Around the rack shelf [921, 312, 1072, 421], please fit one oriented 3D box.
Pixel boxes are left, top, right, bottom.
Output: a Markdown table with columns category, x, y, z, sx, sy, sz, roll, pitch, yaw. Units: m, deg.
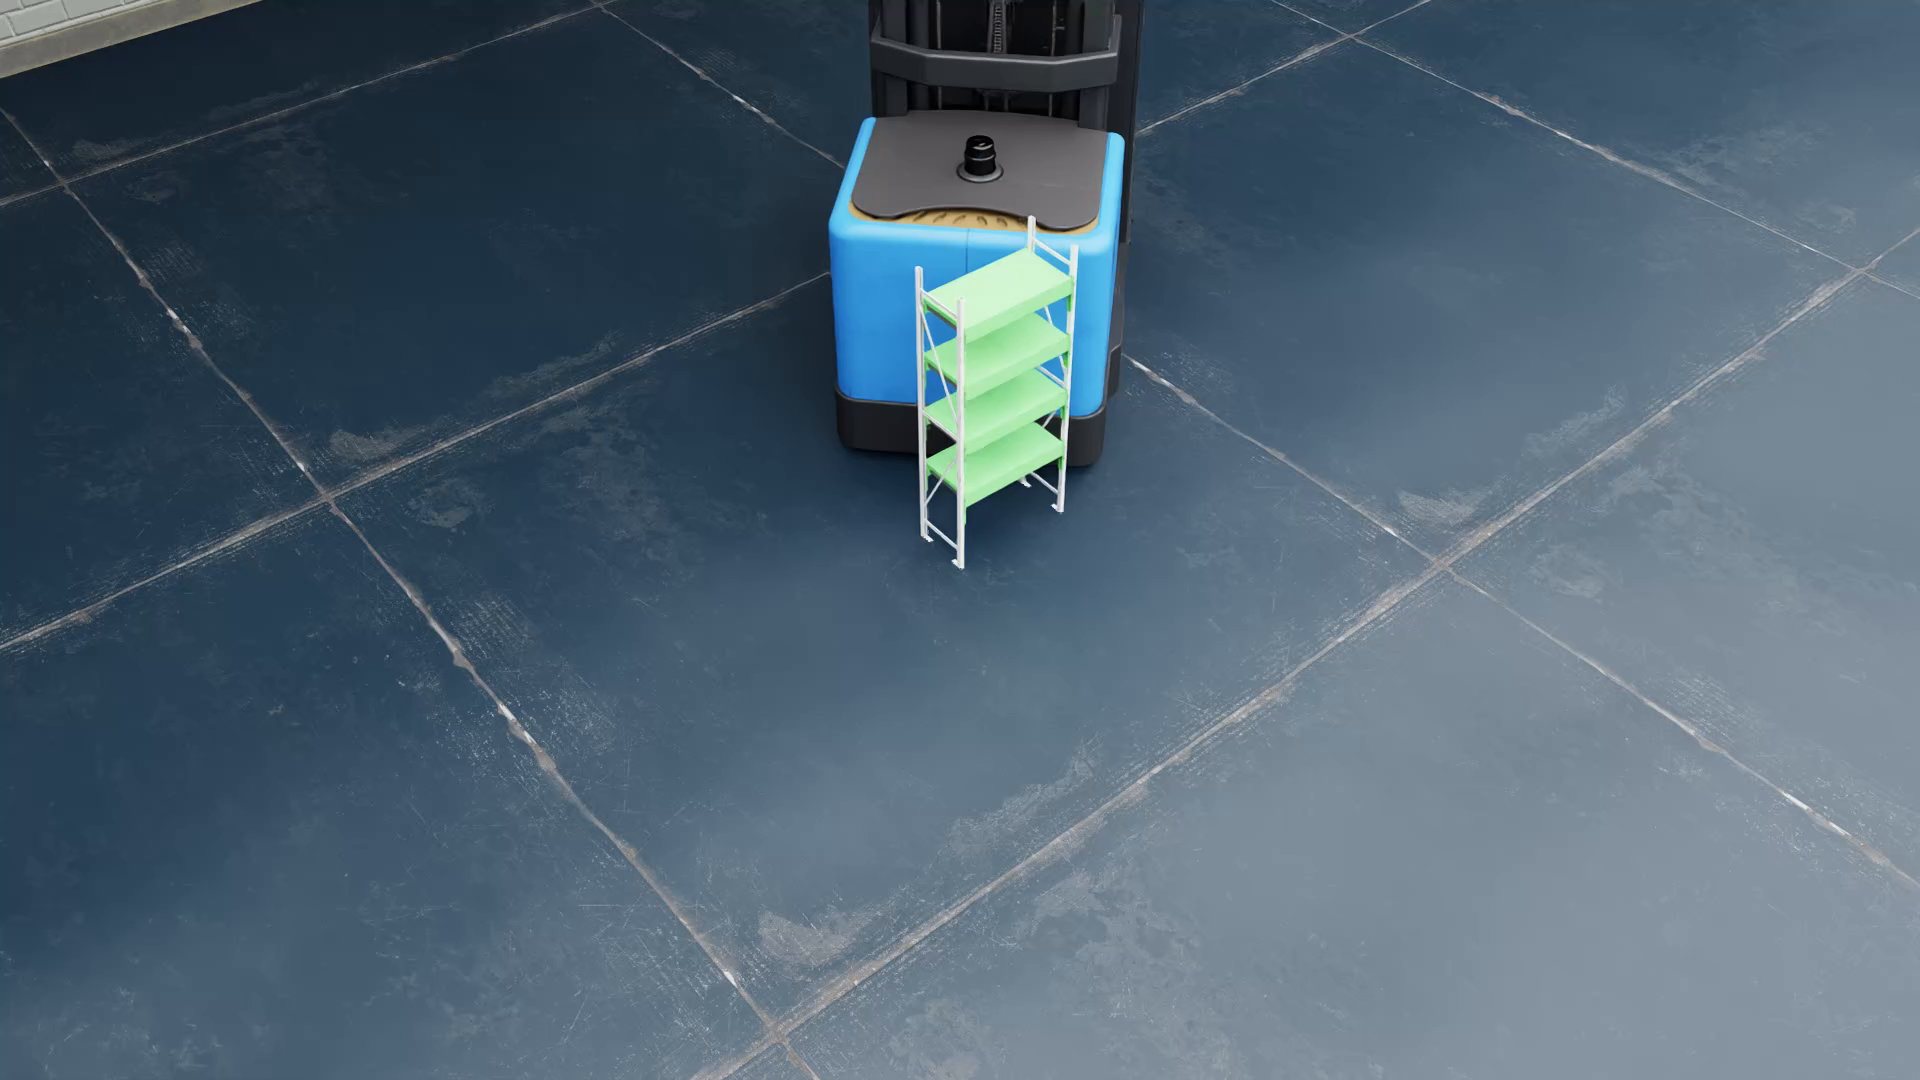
| category | x | y | z | sx | sy | sz | roll | pitch | yaw |
| --- | --- | --- | --- | --- | --- | --- | --- | --- | --- |
| rack shelf | 0.124 | -0.627 | 5.784 | 0.480 | 0.148 | 0.258 | -29 | 50 | -27 |

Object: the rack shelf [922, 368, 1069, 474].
| category | x | y | z | sx | sy | sz | roll | pitch | yaw |
| --- | --- | --- | --- | --- | --- | --- | --- | --- | --- |
| rack shelf | 0.124 | -0.452 | 5.949 | 0.480 | 0.148 | 0.258 | -29 | 50 | -27 |

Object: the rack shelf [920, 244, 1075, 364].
| category | x | y | z | sx | sy | sz | roll | pitch | yaw |
| --- | --- | --- | --- | --- | --- | --- | --- | --- | --- |
| rack shelf | 0.124 | -0.802 | 5.620 | 0.480 | 0.148 | 0.258 | -29 | 50 | -27 |

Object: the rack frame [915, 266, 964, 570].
| category | x | y | z | sx | sy | sz | roll | pitch | yaw |
| --- | --- | --- | --- | --- | --- | --- | --- | --- | --- |
| rack frame | -0.066 | -0.394 | 5.793 | 0.015 | 1.200 | 0.240 | -29 | 50 | -27 |

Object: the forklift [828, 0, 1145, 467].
| category | x | y | z | sx | sy | sz | roll | pitch | yaw |
| --- | --- | --- | --- | --- | --- | --- | --- | --- | --- |
| forklift | 0.213 | -2.365 | 6.627 | 1.130 | 2.935 | 3.031 | 5 | 43 | 5 |

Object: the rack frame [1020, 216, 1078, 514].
| category | x | y | z | sx | sy | sz | roll | pitch | yaw |
| --- | --- | --- | --- | --- | --- | --- | --- | --- | --- |
| rack frame | 0.314 | -0.604 | 6.016 | 0.015 | 1.200 | 0.240 | -29 | 50 | -27 |

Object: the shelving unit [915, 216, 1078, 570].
| category | x | y | z | sx | sy | sz | roll | pitch | yaw |
| --- | --- | --- | --- | --- | --- | --- | --- | --- | --- |
| shelving unit | 0.124 | -0.499 | 5.905 | 0.503 | 1.200 | 0.258 | -29 | 50 | -27 |

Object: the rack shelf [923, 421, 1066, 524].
| category | x | y | z | sx | sy | sz | roll | pitch | yaw |
| --- | --- | --- | --- | --- | --- | --- | --- | --- | --- |
| rack shelf | 0.124 | -0.277 | 6.113 | 0.480 | 0.148 | 0.258 | -29 | 50 | -27 |
